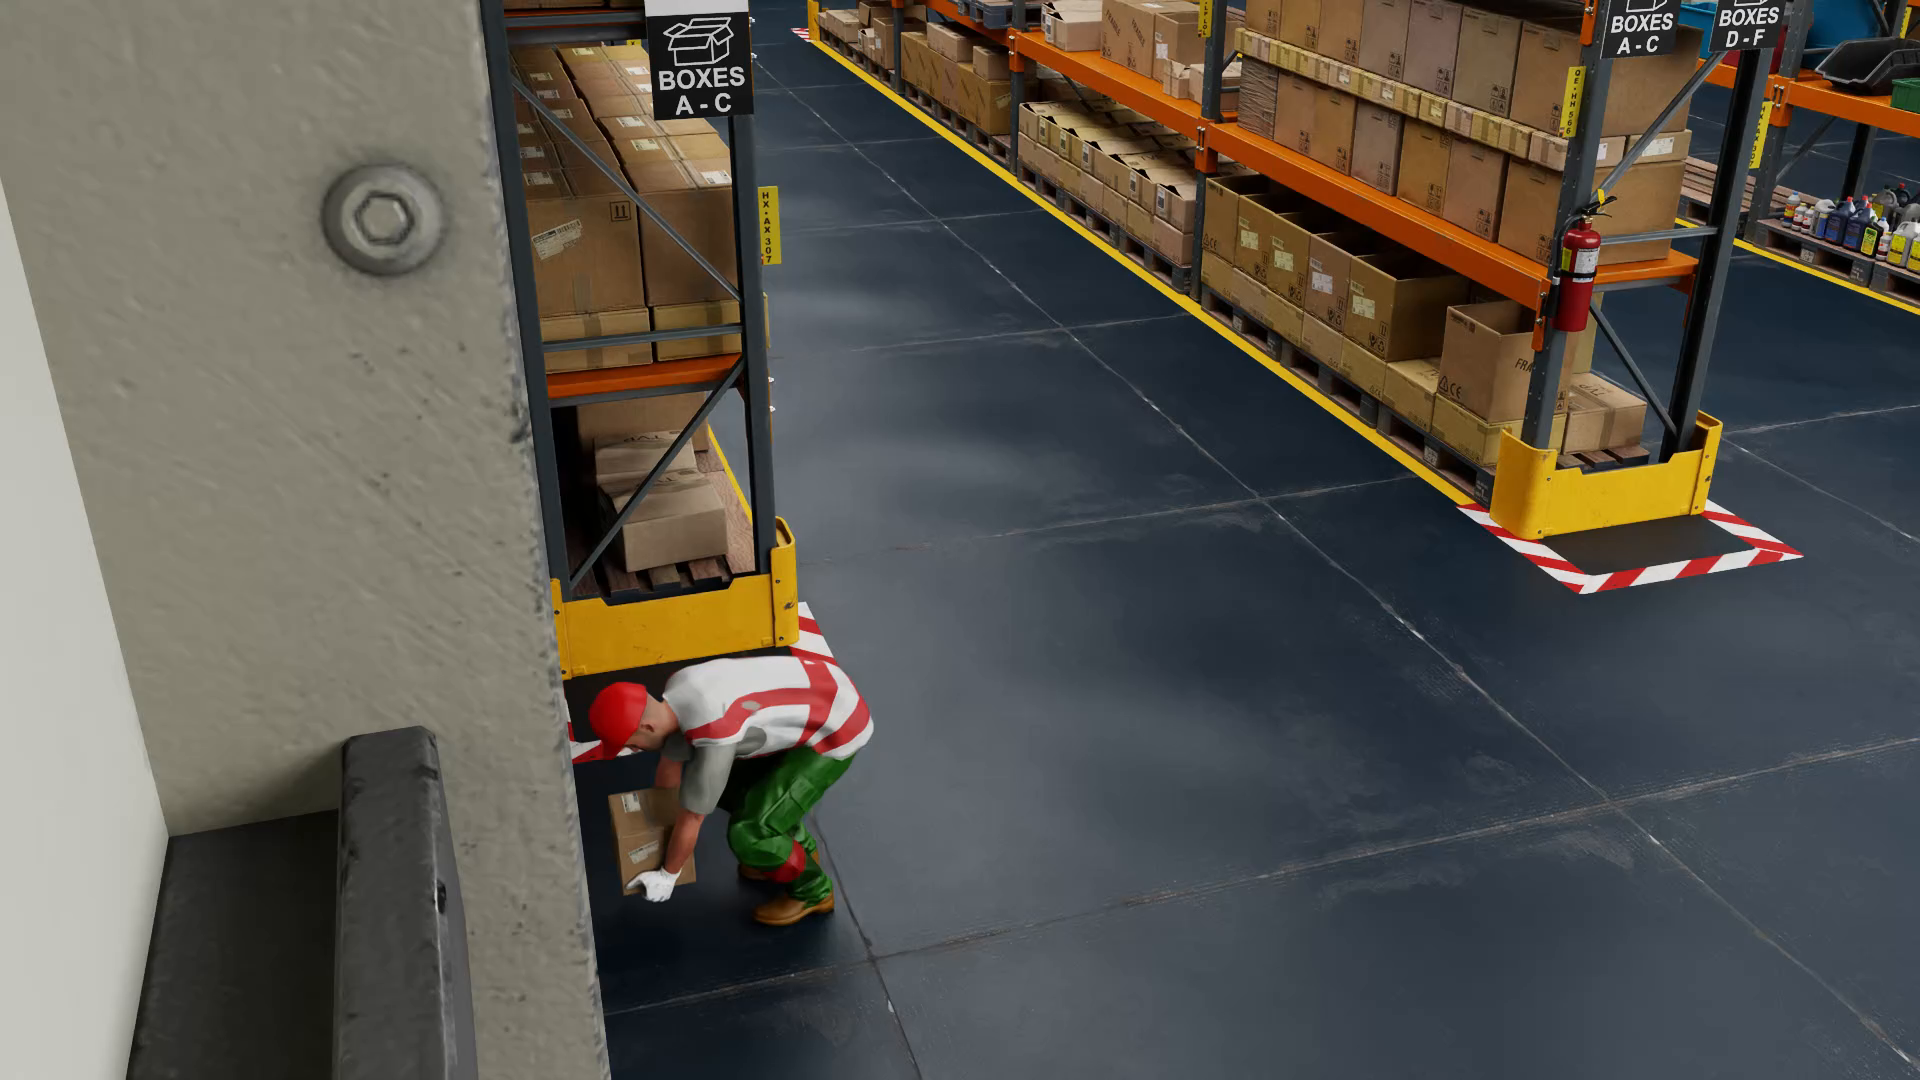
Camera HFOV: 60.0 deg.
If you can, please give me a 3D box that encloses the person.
[{"bbox_3d":[-0.770,0.854,5.754,0.950,0.988,0.536,-9,28,-18],"label":"person"}]
